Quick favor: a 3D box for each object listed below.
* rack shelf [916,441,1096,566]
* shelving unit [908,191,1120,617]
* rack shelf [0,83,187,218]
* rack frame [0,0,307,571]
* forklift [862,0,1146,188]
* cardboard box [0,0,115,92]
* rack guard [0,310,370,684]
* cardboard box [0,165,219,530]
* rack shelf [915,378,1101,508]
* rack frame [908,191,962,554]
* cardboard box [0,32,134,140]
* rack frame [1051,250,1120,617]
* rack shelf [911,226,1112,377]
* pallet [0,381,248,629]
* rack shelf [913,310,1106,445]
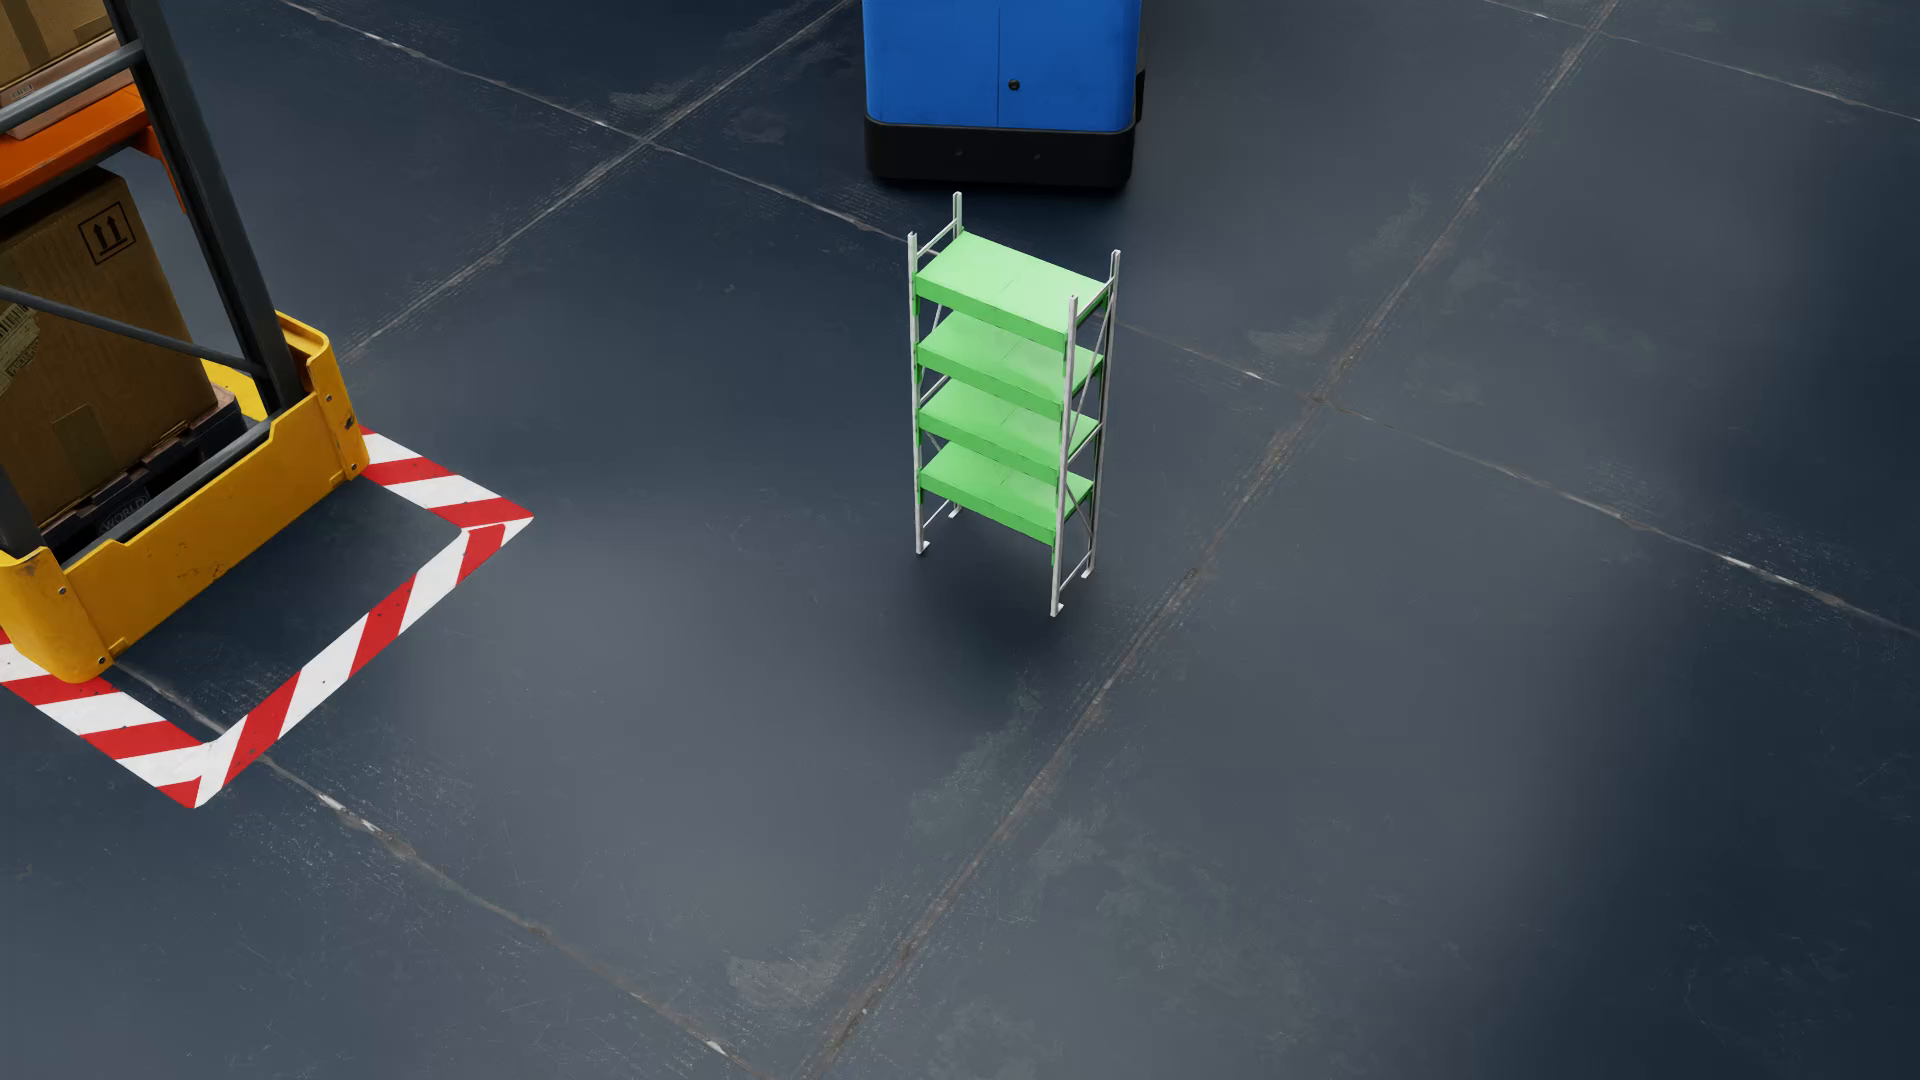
[{"bbox_3d":[0.139,-0.142,4.975,0.480,0.148,0.258,25,51,22],"label":"rack shelf"},{"bbox_3d":[0.139,-0.354,4.757,0.503,1.200,0.258,25,51,22],"label":"shelving unit"},{"bbox_3d":[-4.091,-1.560,5.176,4.000,0.370,1.077,25,51,22],"label":"rack shelf"},{"bbox_3d":[-2.407,-1.037,4.166,0.127,3.000,1.000,25,51,22],"label":"rack frame"},{"bbox_3d":[0.257,-3.451,6.560,1.130,2.935,3.031,3,46,3],"label":"forklift"},{"bbox_3d":[-2.666,-1.437,4.452,0.500,0.250,0.500,23,50,21],"label":"cardboard box"},{"bbox_3d":[-2.387,-0.156,5.053,0.348,0.500,1.175,25,51,22],"label":"rack guard"},{"bbox_3d":[-2.989,-0.642,4.971,0.875,0.875,0.875,25,51,22],"label":"cardboard box"},{"bbox_3d":[0.139,-0.310,4.803,0.480,0.148,0.258,25,51,22],"label":"rack shelf"},{"bbox_3d":[-0.066,-0.449,4.849,0.015,1.200,0.240,25,51,22],"label":"rack frame"},{"bbox_3d":[-2.528,-1.286,4.583,0.250,0.149,0.380,25,51,23],"label":"cardboard box"},{"bbox_3d":[0.345,-0.260,4.666,0.015,1.200,0.240,25,51,22],"label":"rack frame"},{"bbox_3d":[0.139,-0.644,4.459,0.480,0.148,0.258,25,51,22],"label":"rack shelf"},{"bbox_3d":[-3.123,-0.327,5.421,1.213,0.211,1.003,25,51,22],"label":"pallet"},{"bbox_3d":[0.139,-0.477,4.631,0.480,0.148,0.258,25,51,22],"label":"rack shelf"}]
